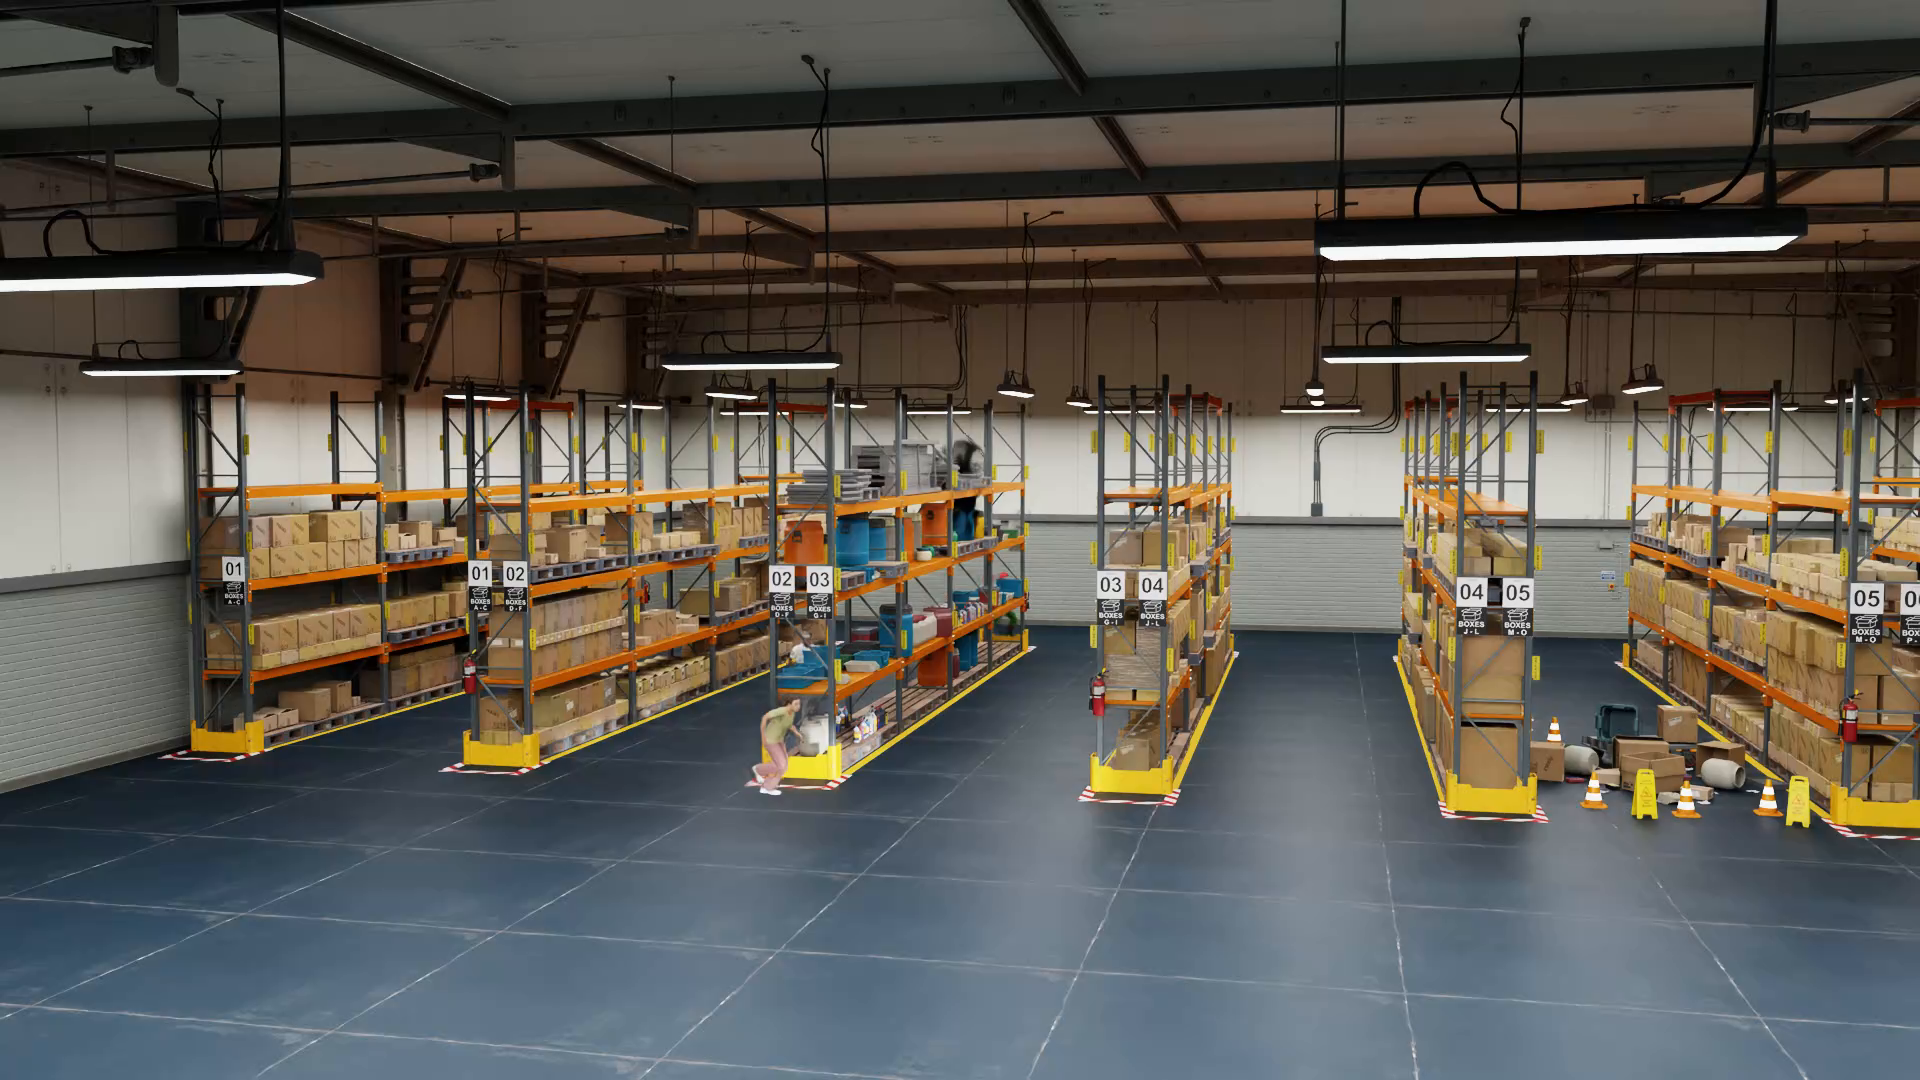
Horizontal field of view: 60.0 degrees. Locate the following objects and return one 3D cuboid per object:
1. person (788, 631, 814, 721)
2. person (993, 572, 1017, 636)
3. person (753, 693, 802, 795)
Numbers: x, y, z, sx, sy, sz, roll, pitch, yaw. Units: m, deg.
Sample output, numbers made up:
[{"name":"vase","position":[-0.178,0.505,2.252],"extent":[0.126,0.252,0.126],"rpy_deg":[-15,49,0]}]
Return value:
[{"name":"person","position":[-2.811,2.461,30.301],"extent":[0.622,1.653,0.558],"rpy_deg":[0,3,1]},{"name":"person","position":[1.070,1.713,41.954],"extent":[0.910,1.820,0.684],"rpy_deg":[1,4,25]},{"name":"person","position":[-2.631,2.913,23.715],"extent":[0.789,1.493,0.599],"rpy_deg":[2,4,27]}]
